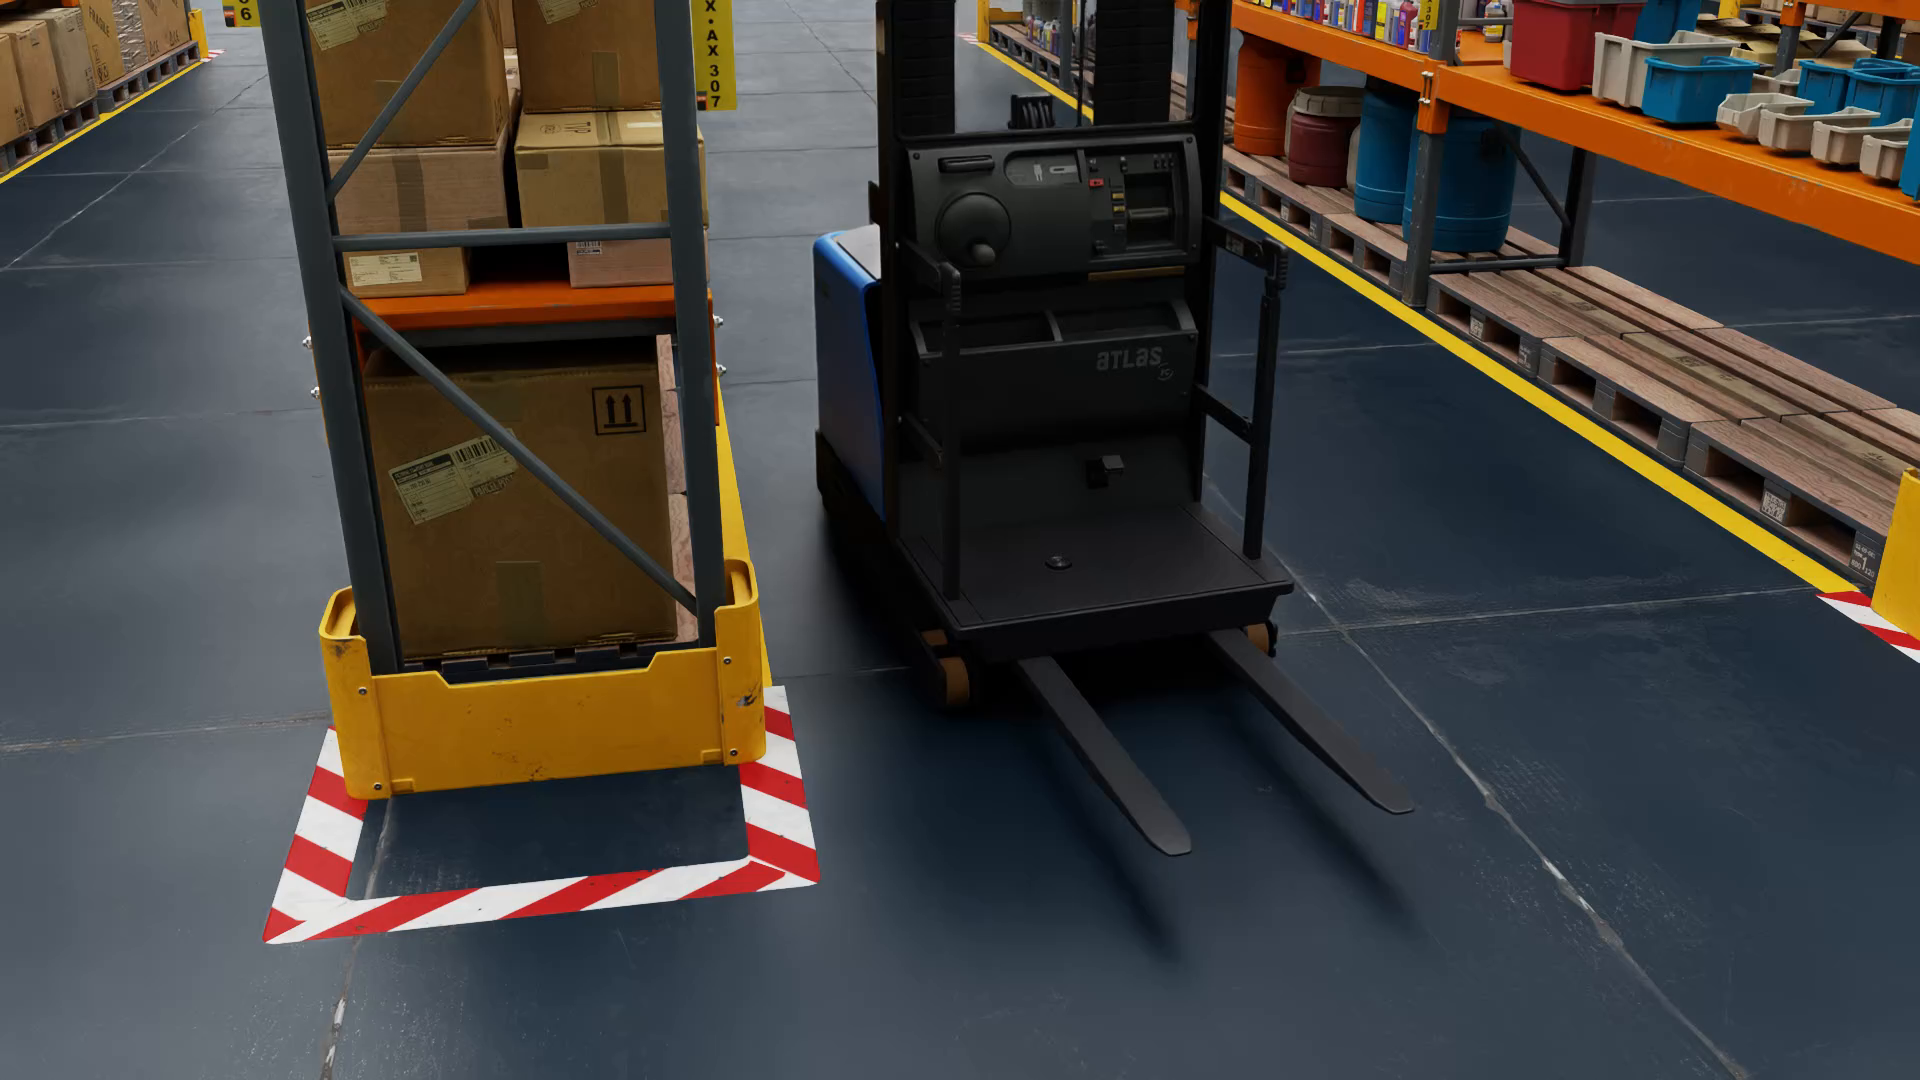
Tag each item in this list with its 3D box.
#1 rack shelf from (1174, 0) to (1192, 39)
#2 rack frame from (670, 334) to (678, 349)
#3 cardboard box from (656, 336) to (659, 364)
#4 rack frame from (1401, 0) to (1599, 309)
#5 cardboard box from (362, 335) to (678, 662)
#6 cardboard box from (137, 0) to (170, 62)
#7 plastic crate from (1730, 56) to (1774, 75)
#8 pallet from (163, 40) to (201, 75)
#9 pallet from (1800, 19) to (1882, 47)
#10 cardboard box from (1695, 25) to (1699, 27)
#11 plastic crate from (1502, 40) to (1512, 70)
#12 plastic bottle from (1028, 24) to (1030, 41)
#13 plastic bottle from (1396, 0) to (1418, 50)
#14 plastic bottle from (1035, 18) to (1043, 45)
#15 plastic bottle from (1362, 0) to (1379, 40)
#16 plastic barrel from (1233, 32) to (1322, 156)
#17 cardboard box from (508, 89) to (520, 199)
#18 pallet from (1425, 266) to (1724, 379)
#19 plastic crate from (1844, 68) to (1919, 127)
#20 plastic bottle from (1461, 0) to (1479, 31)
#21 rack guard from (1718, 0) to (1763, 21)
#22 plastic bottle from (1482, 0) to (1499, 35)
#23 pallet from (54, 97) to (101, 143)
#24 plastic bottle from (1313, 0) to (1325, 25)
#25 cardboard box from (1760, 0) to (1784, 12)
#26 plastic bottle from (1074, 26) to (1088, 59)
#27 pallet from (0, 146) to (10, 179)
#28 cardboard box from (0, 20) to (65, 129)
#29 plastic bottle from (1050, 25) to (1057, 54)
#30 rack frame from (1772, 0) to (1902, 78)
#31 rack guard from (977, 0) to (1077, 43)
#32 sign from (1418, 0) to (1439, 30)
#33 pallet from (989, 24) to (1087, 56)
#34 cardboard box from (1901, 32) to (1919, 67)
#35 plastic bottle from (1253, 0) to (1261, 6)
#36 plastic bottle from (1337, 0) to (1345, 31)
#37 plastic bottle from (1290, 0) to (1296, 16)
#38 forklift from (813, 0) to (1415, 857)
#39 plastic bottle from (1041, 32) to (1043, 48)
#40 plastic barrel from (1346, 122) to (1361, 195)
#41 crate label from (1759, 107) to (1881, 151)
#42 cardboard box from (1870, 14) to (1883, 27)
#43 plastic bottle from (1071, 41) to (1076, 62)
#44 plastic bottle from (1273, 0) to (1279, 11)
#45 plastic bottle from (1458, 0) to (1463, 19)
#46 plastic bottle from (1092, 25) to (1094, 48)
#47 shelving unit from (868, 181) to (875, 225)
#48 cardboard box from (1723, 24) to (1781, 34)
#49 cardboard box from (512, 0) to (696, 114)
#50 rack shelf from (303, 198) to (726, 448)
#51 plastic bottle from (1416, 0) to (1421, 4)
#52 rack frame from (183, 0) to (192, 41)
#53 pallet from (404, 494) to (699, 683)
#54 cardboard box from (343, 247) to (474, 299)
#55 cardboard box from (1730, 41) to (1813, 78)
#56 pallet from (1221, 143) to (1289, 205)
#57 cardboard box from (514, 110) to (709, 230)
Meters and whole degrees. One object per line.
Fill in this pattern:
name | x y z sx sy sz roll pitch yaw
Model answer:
rack shelf | 1.854 -4.741 14.256 1.077 0.370 4.000 -4 24 -10
rack frame | -1.904 -2.344 7.869 1.000 3.000 0.127 -4 24 -10
cardboard box | -1.860 -1.297 7.602 0.875 0.875 0.875 -4 24 -10
rack frame | 2.964 -2.710 8.708 1.000 3.000 0.127 -4 24 -10
cardboard box | -1.361 -0.235 5.170 0.875 0.875 0.875 -4 24 -10
cardboard box | -8.661 -5.348 16.876 0.875 0.875 0.875 -5 24 -11
plastic crate | 3.435 -2.191 7.789 0.437 0.125 0.590 -4 24 -10
pallet | -8.791 -5.150 17.778 1.003 0.211 1.213 -4 24 -10
pallet | 10.833 -6.055 19.850 1.003 0.211 1.213 -4 24 -10
cardboard box | 6.470 -4.626 15.304 0.500 0.311 0.500 -4 24 -8
plastic crate | 2.909 -2.423 8.305 0.396 0.136 0.243 -4 24 -10
plastic bottle | 0.793 -5.573 18.208 0.097 0.201 0.097 0 24 0
plastic bottle | 2.486 -2.876 9.232 0.061 0.283 0.133 -4 24 -10
plastic bottle | 0.856 -5.471 17.889 0.097 0.271 0.097 0 24 0
plastic bottle | 2.438 -3.098 9.657 0.144 0.351 0.185 -4 24 -10
plastic barrel | 2.331 -3.290 12.223 0.600 0.830 0.708 -4 24 -10
cardboard box | -1.608 -1.209 5.085 0.500 0.250 0.500 -5 24 -11
pallet | 3.138 -1.146 8.611 1.003 0.211 1.213 -4 24 -10
plastic crate | 3.738 -1.727 6.591 0.416 0.233 0.300 -4 24 -10
plastic bottle | 3.081 -3.228 10.048 0.152 0.276 0.135 -4 24 -10
rack guard | 10.495 -6.988 21.626 1.175 0.500 0.348 -4 24 -10
plastic bottle | 3.154 -3.098 9.843 0.097 0.201 0.097 0 24 0
pallet | -8.059 -3.587 14.200 1.003 0.211 1.213 -4 24 -10
plastic bottle | 2.257 -3.362 10.345 0.061 0.283 0.133 -4 24 -10
cardboard box | 10.520 -6.854 21.006 0.500 0.311 0.500 -7 25 -16
plastic bottle | 1.224 -5.087 16.911 0.144 0.351 0.185 -4 24 -10
pallet | -7.608 -2.628 12.003 1.003 0.211 1.213 -4 24 -10
cardboard box | -7.898 -3.707 13.277 1.050 0.750 0.750 -4 24 -10
plastic bottle | 0.976 -5.182 17.212 0.061 0.283 0.133 -3 24 -6
rack frame | 7.093 -4.649 13.147 1.000 3.000 0.127 -4 24 -10
rack guard | 0.805 -6.259 19.955 1.175 0.500 0.348 -4 24 -10
sign | 2.423 -2.797 8.561 0.100 0.325 0.005 -4 24 -10
pallet | 0.950 -5.806 19.280 1.003 0.211 1.213 -4 24 -10
cardboard box | 7.511 -3.676 12.556 0.500 0.250 0.500 -3 24 -8
plastic bottle | 2.052 -3.798 11.344 0.061 0.283 0.133 -4 24 -10
plastic bottle | 2.339 -3.189 10.052 0.097 0.201 0.097 0 24 0
plastic bottle | 2.195 -3.529 10.743 0.097 0.271 0.097 0 24 0
forklift | 0.365 -1.003 4.885 1.130 2.935 3.031 -7 25 -16
plastic bottle | 0.912 -5.319 17.629 0.097 0.201 0.097 0 24 0
plastic barrel | 2.732 -2.485 10.776 0.421 0.512 0.421 0 24 0
crate label | 3.260 -1.574 6.360 0.396 0.136 0.243 -4 24 -10
cardboard box | 10.945 -6.116 19.518 0.380 0.149 0.250 -6 24 -14
plastic bottle | 1.111 -4.896 16.659 0.097 0.201 0.097 0 24 0
plastic bottle | 2.134 -3.658 11.038 0.097 0.271 0.097 0 24 0
plastic bottle | 2.932 -3.217 10.022 0.152 0.276 0.135 -4 24 -10
plastic bottle | 1.489 -5.379 17.672 0.152 0.276 0.135 -4 24 -10
shelving unit | -0.211 -0.815 6.617 0.258 1.200 0.189 -7 25 -16
cardboard box | 7.087 -4.473 14.953 0.500 0.311 0.500 -5 24 -11
cardboard box | -1.080 -1.587 5.015 0.500 0.500 0.500 -5 24 -11
rack shelf | -1.534 -1.227 6.212 1.077 0.370 4.000 -4 24 -10
plastic bottle | 2.614 -3.036 9.515 0.144 0.351 0.185 -4 24 -10
rack frame | -9.016 -6.737 17.927 1.000 3.000 0.127 -4 24 -10
pallet | -1.389 0.199 5.531 1.003 0.211 1.213 -4 24 -10
cardboard box | -1.554 -0.771 4.582 0.380 0.149 0.250 -4 24 -9
cardboard box | 6.754 -4.026 13.931 0.500 0.311 0.500 -4 24 -8
pallet | 2.411 -2.699 12.166 1.003 0.211 1.213 -4 24 -10
cardboard box | -0.988 -1.047 4.715 0.500 0.250 0.500 -5 24 -11
